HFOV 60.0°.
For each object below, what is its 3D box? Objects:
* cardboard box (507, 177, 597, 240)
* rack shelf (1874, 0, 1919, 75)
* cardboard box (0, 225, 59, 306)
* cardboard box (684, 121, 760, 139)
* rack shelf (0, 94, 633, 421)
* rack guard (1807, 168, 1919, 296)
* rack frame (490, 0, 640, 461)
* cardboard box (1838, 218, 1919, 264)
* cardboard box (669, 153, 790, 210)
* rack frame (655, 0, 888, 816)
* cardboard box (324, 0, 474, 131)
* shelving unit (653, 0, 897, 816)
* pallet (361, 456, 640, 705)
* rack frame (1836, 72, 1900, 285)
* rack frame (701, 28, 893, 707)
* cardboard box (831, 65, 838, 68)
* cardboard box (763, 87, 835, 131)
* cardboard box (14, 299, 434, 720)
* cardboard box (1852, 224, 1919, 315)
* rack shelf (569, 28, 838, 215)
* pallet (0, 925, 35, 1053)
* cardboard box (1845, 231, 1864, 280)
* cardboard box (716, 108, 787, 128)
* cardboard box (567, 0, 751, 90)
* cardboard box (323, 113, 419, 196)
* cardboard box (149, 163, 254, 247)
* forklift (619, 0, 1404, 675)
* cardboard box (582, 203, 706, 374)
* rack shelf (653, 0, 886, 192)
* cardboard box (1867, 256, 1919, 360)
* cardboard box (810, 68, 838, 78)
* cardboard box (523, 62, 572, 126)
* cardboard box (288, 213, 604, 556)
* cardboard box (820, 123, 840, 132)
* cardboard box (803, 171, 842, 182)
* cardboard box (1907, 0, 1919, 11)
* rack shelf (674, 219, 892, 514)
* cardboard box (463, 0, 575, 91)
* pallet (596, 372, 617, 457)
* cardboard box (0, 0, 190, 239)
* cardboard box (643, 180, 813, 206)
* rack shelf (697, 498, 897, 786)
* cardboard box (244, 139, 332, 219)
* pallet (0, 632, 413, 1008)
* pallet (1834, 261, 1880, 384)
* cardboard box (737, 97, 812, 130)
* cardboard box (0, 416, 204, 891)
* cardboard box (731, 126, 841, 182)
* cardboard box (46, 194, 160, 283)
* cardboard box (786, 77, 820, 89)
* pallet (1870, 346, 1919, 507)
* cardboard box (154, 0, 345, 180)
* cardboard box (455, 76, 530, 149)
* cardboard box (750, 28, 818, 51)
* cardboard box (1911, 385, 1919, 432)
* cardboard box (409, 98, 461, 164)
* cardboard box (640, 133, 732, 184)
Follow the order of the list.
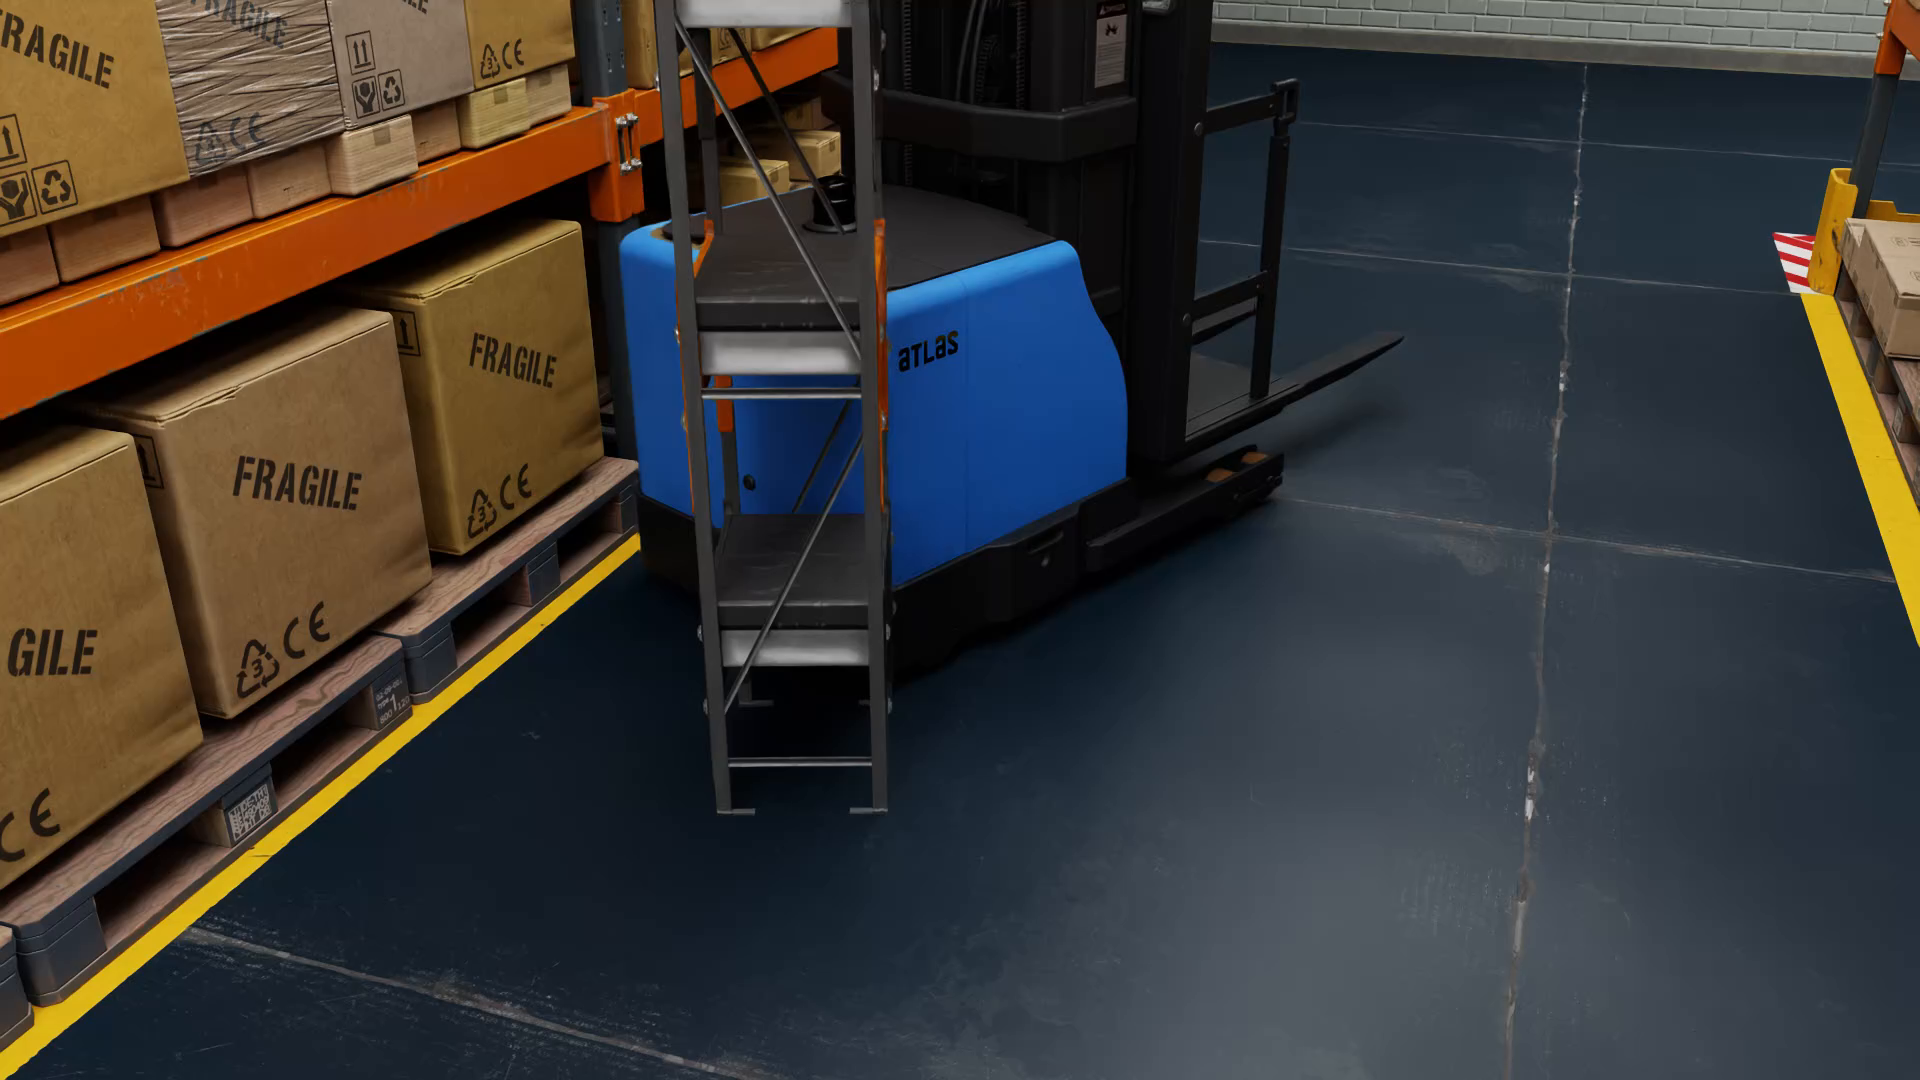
[{"bbox_3d":[-1.379,-1.179,5.885,0.380,0.149,0.250,9,27,17],"label":"cardboard box"},{"bbox_3d":[3.849,-1.343,5.406,1.077,0.370,4.000,9,27,17],"label":"rack shelf"},{"bbox_3d":[-1.992,-0.547,3.203,0.380,0.149,0.250,9,27,18],"label":"cardboard box"},{"bbox_3d":[-1.034,-1.608,6.771,0.380,0.149,0.250,9,27,18],"label":"cardboard box"},{"bbox_3d":[-2.155,-0.416,3.492,1.077,0.370,4.000,9,27,17],"label":"rack shelf"},{"bbox_3d":[4.489,-1.332,7.427,1.175,0.500,0.348,9,27,17],"label":"rack guard"},{"bbox_3d":[-1.490,-1.561,5.032,1.000,3.000,0.127,9,27,17],"label":"rack frame"},{"bbox_3d":[4.051,-1.281,7.220,0.380,0.149,0.250,9,27,17],"label":"cardboard box"},{"bbox_3d":[-0.858,-1.324,6.184,0.380,0.149,0.250,10,27,19],"label":"cardboard box"},{"bbox_3d":[-0.370,-0.300,3.460,0.400,2.100,0.015,0,26,-1],"label":"rack frame"},{"bbox_3d":[-1.566,-1.312,4.038,0.500,0.500,0.500,9,27,18],"label":"cardboard box"},{"bbox_3d":[-0.373,-0.406,3.679,0.431,2.100,0.503,0,26,-1],"label":"shelving unit"},{"bbox_3d":[-1.675,0.022,4.963,1.003,0.211,1.213,9,27,17],"label":"pallet"},{"bbox_3d":[4.514,-2.488,6.947,1.000,3.000,0.127,9,27,17],"label":"rack frame"},{"bbox_3d":[-0.377,-0.512,3.899,0.400,2.100,0.015,0,26,-1],"label":"rack frame"},{"bbox_3d":[-0.444,-2.339,8.281,0.380,0.149,0.250,9,27,18],"label":"cardboard box"},{"bbox_3d":[-0.780,-1.923,7.423,0.380,0.149,0.250,9,27,18],"label":"cardboard box"},{"bbox_3d":[-1.876,-0.131,4.063,0.750,0.750,0.750,10,27,19],"label":"cardboard box"},{"bbox_3d":[3.899,-1.061,6.649,0.500,0.250,0.500,9,27,17],"label":"cardboard box"},{"bbox_3d":[-0.824,-2.059,6.887,1.077,0.370,4.000,9,27,17],"label":"rack shelf"},{"bbox_3d":[-2.487,1.025,2.892,1.003,0.211,1.213,9,27,17],"label":"pallet"},{"bbox_3d":[3.968,-1.186,7.004,0.380,0.166,0.250,9,27,17],"label":"cardboard box"},{"bbox_3d":[-0.949,-1.714,6.990,0.380,0.149,0.250,8,27,17],"label":"cardboard box"},{"bbox_3d":[-1.294,-1.917,5.423,0.980,0.700,0.700,9,27,18],"label":"cardboard box"},{"bbox_3d":[-1.558,-0.953,4.042,0.380,0.149,0.250,9,27,17],"label":"cardboard box"},{"bbox_3d":[-1.799,-0.761,3.646,0.380,0.149,0.250,8,27,16],"label":"cardboard box"},{"bbox_3d":[0.425,-1.520,5.025,1.130,2.935,3.031,22,33,38],"label":"forklift"},{"bbox_3d":[-1.144,-0.918,6.090,0.700,0.500,0.500,9,27,18],"label":"cardboard box"},{"bbox_3d":[-0.373,-1.024,3.380,0.431,0.518,0.480,0,26,-1],"label":"rack shelf"},{"bbox_3d":[3.733,-0.855,6.225,0.500,0.250,0.500,9,27,17],"label":"cardboard box"},{"bbox_3d":[-0.612,-2.131,7.851,0.380,0.149,0.250,9,27,18],"label":"cardboard box"},{"bbox_3d":[-1.335,-1.277,4.711,0.380,0.149,0.250,9,27,18],"label":"cardboard box"},{"bbox_3d":[-1.583,-0.497,4.819,0.750,0.750,0.750,9,27,18],"label":"cardboard box"},{"bbox_3d":[-0.630,-1.554,7.405,0.700,0.500,0.500,8,27,16],"label":"cardboard box"},{"bbox_3d":[-0.801,-1.334,6.950,0.700,0.500,0.500,9,27,19],"label":"cardboard box"},{"bbox_3d":[4.118,-2.389,6.628,0.500,0.500,0.500,9,27,19],"label":"cardboard box"},{"bbox_3d":[-0.373,-0.394,3.685,0.431,0.518,0.480,0,26,-1],"label":"rack shelf"},{"bbox_3d":[-1.405,-1.523,4.474,0.500,0.500,0.500,8,27,17],"label":"cardboard box"},{"bbox_3d":[-1.163,-0.607,6.262,1.003,0.211,1.213,9,27,17],"label":"pallet"},{"bbox_3d":[-1.902,-0.901,3.189,0.500,0.500,0.500,10,27,19],"label":"cardboard box"},{"bbox_3d":[-0.974,-1.124,6.515,0.700,0.500,0.500,8,27,17],"label":"cardboard box"},{"bbox_3d":[-0.373,0.236,3.990,0.431,0.518,0.480,0,26,-1],"label":"rack shelf"},{"bbox_3d":[-1.702,-0.862,3.854,0.380,0.149,0.250,9,27,17],"label":"cardboard box"},{"bbox_3d":[-2.080,0.525,3.924,1.003,0.211,1.213,9,27,17],"label":"pallet"},{"bbox_3d":[4.224,-0.874,6.813,1.003,0.211,1.213,9,27,17],"label":"pallet"},{"bbox_3d":[-0.864,-1.818,7.205,0.380,0.149,0.250,9,27,18],"label":"cardboard box"},{"bbox_3d":[-2.155,0.219,3.341,0.750,0.750,0.750,9,27,17],"label":"cardboard box"},{"bbox_3d":[-0.684,-1.538,6.627,0.380,0.149,0.250,8,27,16],"label":"cardboard box"},{"bbox_3d":[-1.898,-0.654,3.424,0.380,0.149,0.250,10,27,19],"label":"cardboard box"},{"bbox_3d":[-0.696,-2.028,7.639,0.380,0.149,0.250,9,27,18],"label":"cardboard box"},{"bbox_3d":[3.817,-0.374,5.781,1.003,0.211,1.213,9,27,17],"label":"pallet"},{"bbox_3d":[-1.741,-1.107,3.614,0.500,0.500,0.500,9,27,18],"label":"cardboard box"},{"bbox_3d":[-1.397,-1.170,4.490,0.380,0.149,0.250,9,27,18],"label":"cardboard box"},{"bbox_3d":[-1.046,-2.216,6.041,0.980,0.700,0.700,8,27,16],"label":"cardboard box"},{"bbox_3d":[3.355,-0.416,5.247,0.500,0.311,0.500,9,27,17],"label":"cardboard box"},{"bbox_3d":[-1.525,-1.070,4.284,0.380,0.149,0.250,10,27,19],"label":"cardboard box"},{"bbox_3d":[-1.119,-1.504,6.556,0.380,0.149,0.250,8,27,16],"label":"cardboard box"}]
